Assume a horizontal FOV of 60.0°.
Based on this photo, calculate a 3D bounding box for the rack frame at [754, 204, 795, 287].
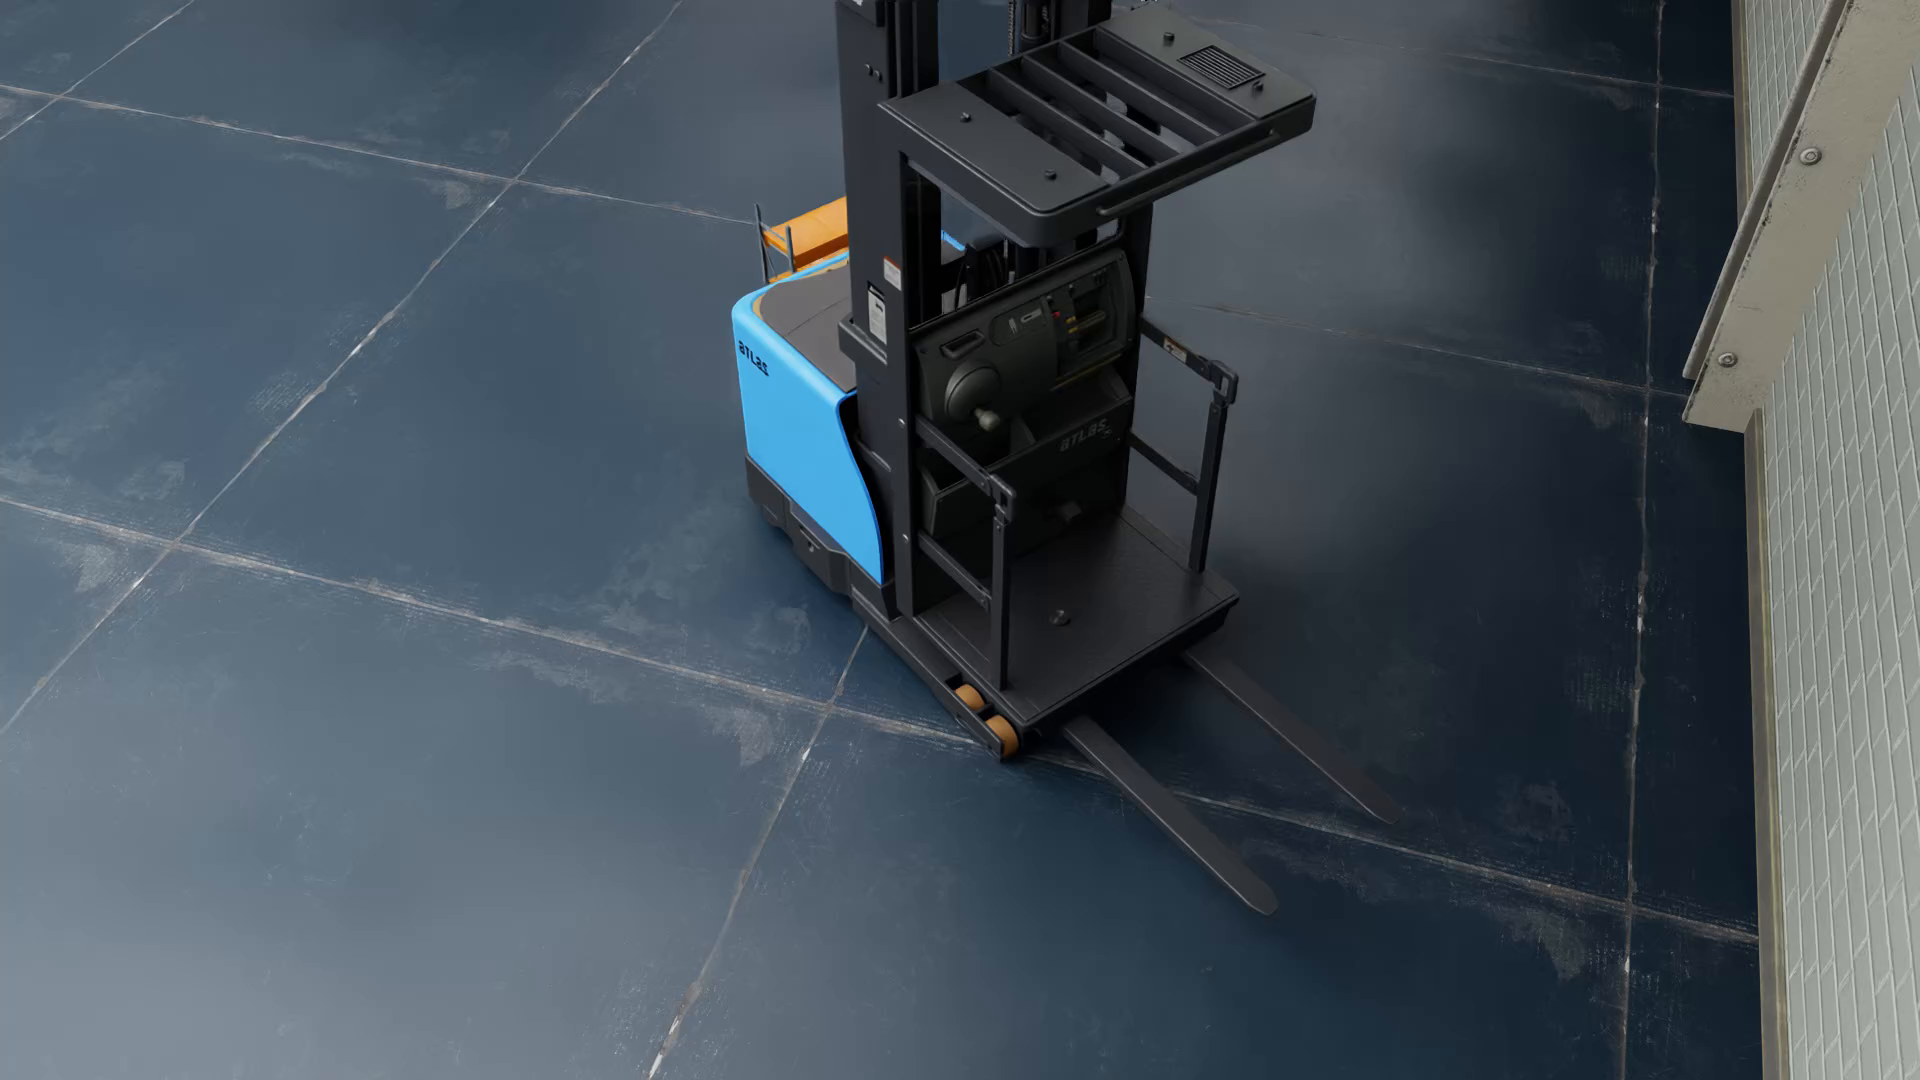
[{"bbox_3d":[-0.750,-0.881,7.183,0.015,1.200,0.240,-30,49,-27],"label":"rack frame"}]

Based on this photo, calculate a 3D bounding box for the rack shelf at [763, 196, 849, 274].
[{"bbox_3d":[-0.572,-1.279,7.029,0.480,0.148,0.258,-30,49,-27],"label":"rack shelf"}]

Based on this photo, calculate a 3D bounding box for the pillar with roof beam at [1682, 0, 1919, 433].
[{"bbox_3d":[-0.545,-4.778,5.598,9.100,9.000,0.400,13,46,13],"label":"pillar with roof beam"}]

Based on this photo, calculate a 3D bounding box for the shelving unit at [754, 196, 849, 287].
[{"bbox_3d":[-0.562,-0.989,7.294,0.503,1.200,0.258,-30,49,-27],"label":"shelving unit"}]

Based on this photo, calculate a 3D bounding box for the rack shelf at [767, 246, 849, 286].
[{"bbox_3d":[-0.566,-1.105,7.189,0.480,0.148,0.258,-30,49,-27],"label":"rack shelf"}]

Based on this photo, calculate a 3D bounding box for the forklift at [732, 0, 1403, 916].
[{"bbox_3d":[0.372,-0.614,5.681,1.130,2.935,3.031,-28,51,-26],"label":"forklift"}]
